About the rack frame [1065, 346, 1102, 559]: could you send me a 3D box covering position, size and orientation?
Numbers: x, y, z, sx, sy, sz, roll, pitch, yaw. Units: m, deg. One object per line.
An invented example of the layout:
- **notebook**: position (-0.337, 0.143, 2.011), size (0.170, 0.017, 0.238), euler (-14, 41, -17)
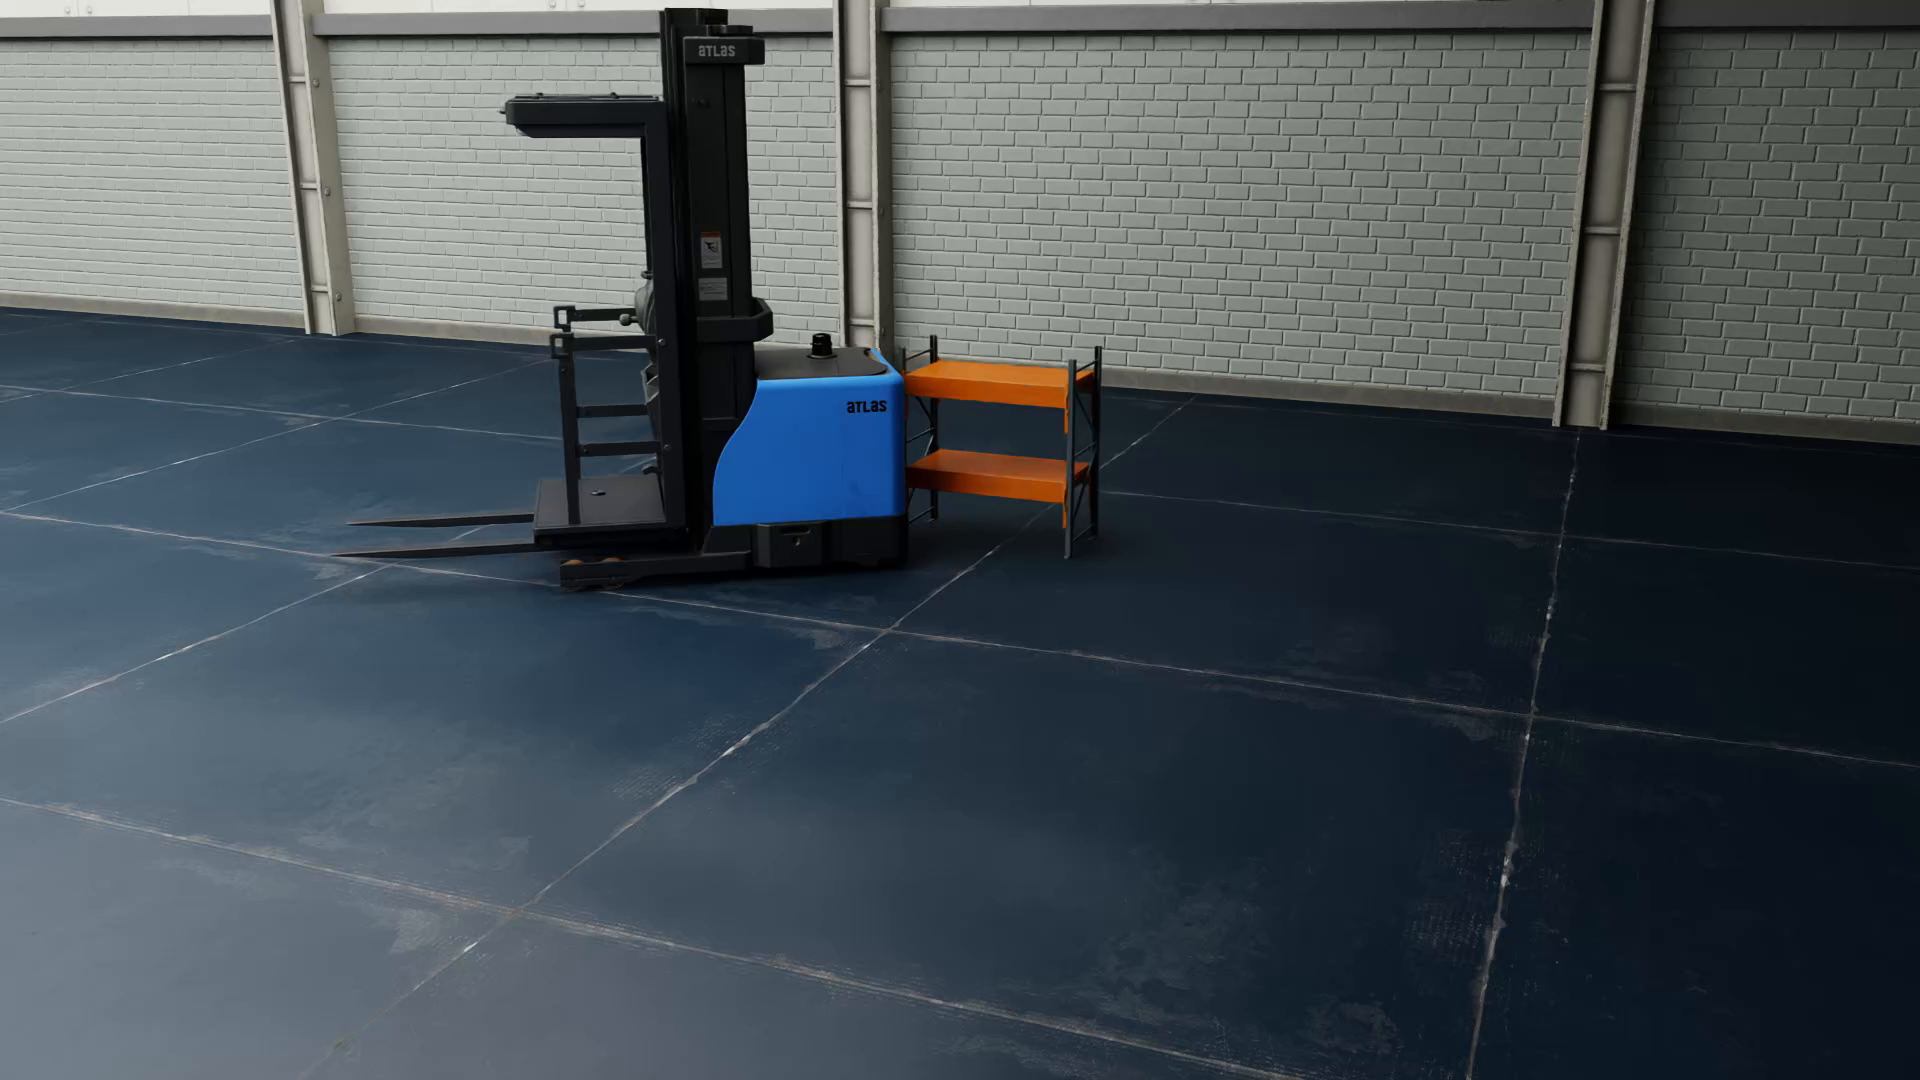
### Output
- **rack frame**: position (0.697, -0.498, 9.373), size (0.032, 1.125, 0.500), euler (7, 17, 22)

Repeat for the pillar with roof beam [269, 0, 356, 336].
- **pillar with roof beam**: position (-7.990, -5.322, 11.864), size (0.400, 9.000, 9.100), euler (6, 17, 21)

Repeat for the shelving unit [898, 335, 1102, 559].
- **shelving unit**: position (0.227, -0.553, 9.559), size (1.048, 1.125, 0.538), euler (7, 17, 22)

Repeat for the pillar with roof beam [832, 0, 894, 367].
- **pillar with roof beam**: position (-2.408, -4.708, 9.749), size (0.400, 9.000, 9.100), euler (6, 17, 21)

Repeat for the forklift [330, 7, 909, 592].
- **forklift**: position (-1.855, -1.297, 8.884), size (3.031, 2.935, 1.130), euler (-3, 17, -12)

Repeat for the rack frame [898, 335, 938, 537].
- **rack frame**: position (-0.243, -0.607, 9.746), size (0.032, 1.125, 0.500), euler (7, 17, 22)

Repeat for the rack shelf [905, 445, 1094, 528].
- **rack shelf**: position (0.227, -0.318, 9.628), size (1.000, 0.278, 0.538), euler (7, 17, 22)

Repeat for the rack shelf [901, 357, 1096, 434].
- **rack shelf**: position (0.227, -0.834, 9.478), size (1.000, 0.278, 0.538), euler (7, 17, 22)

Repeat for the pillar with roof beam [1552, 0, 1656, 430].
- **pillar with roof beam**: position (3.173, -4.094, 7.635), size (0.400, 9.000, 9.100), euler (6, 17, 21)
